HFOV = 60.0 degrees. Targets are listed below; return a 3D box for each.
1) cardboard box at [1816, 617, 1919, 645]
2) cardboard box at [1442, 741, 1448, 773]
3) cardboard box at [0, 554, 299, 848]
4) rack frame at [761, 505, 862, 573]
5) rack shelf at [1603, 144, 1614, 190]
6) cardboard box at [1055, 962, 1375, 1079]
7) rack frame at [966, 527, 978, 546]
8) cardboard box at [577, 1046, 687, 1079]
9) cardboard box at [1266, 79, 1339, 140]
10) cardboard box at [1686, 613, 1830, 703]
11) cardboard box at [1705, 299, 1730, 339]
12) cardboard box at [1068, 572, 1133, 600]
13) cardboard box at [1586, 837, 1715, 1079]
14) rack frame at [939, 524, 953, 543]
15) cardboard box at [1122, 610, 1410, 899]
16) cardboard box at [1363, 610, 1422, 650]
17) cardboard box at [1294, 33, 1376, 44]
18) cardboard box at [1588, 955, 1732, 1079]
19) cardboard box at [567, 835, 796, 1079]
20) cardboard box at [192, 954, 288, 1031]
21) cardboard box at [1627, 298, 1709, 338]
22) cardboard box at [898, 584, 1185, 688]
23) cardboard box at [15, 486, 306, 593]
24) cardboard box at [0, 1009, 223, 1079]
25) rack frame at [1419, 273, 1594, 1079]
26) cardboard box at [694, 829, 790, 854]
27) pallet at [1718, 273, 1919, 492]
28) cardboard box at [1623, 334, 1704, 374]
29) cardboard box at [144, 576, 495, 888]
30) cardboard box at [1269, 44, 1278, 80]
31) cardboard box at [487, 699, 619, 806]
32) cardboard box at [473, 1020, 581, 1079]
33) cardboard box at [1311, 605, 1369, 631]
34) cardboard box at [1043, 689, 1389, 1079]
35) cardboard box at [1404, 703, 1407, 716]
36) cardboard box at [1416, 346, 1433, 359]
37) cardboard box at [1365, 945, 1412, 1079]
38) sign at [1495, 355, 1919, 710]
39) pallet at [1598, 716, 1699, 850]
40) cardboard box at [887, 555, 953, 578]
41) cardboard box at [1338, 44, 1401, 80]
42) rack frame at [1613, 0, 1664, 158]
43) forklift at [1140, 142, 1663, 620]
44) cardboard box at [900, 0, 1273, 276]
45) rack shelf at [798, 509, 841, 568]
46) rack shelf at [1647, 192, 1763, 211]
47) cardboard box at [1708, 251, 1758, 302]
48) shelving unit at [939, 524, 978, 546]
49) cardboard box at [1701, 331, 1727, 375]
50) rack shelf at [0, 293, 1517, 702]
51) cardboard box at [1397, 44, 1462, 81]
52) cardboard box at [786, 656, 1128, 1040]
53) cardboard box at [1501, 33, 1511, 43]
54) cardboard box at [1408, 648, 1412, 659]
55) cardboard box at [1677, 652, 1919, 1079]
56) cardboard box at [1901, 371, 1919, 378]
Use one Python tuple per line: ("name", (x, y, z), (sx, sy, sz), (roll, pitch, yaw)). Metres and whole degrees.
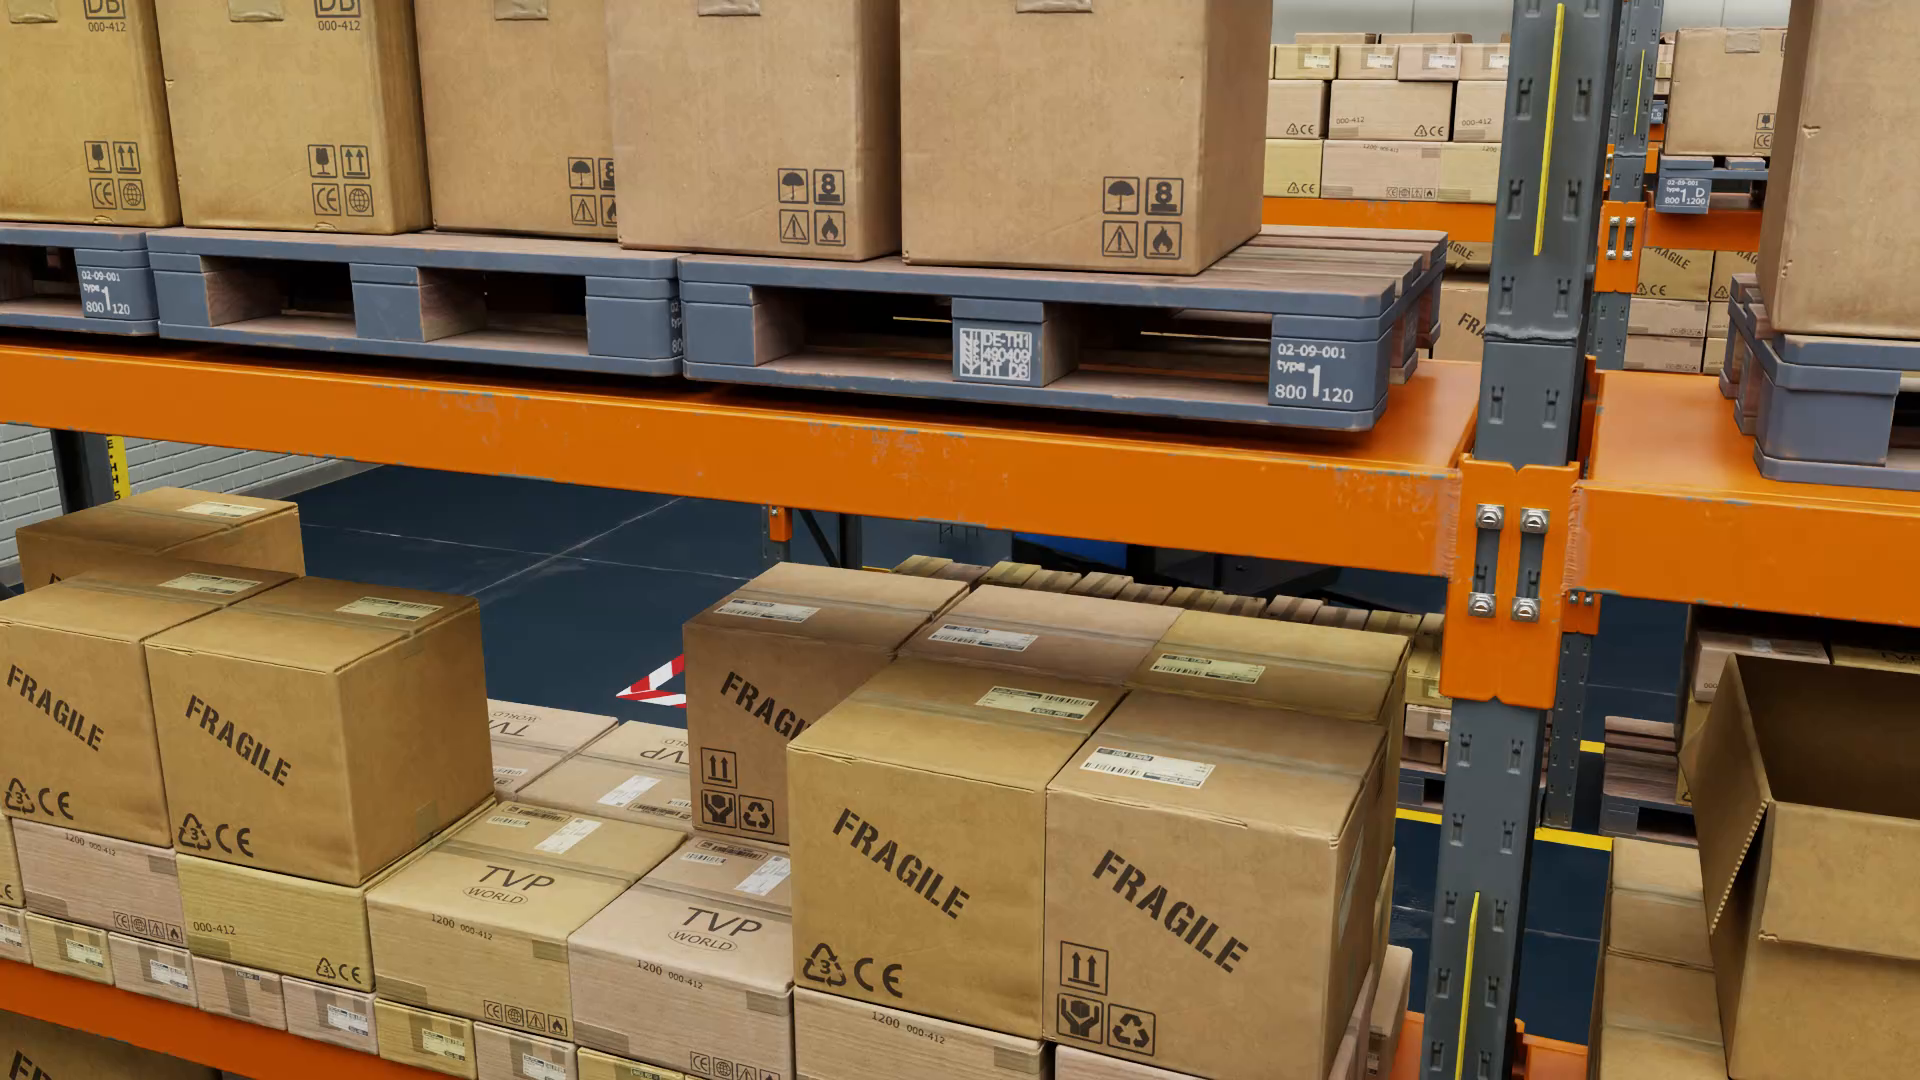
("cardboard box", (4.170, 0.460, 7.593), (0.500, 0.250, 0.500), (7, 18, 23))
("cardboard box", (2.422, 0.971, 7.810), (0.250, 0.149, 0.380), (7, 17, 21))
("cardboard box", (-1.911, 0.361, 3.939), (0.500, 0.500, 0.500), (6, 17, 19))
("rack frame", (-0.810, -0.654, 9.046), (0.127, 3.000, 1.000), (6, 17, 21))
("rack shelf", (2.773, -2.839, 12.482), (4.000, 0.370, 1.077), (6, 17, 21))
("cardboard box", (0.490, 0.983, 3.142), (0.500, 0.250, 0.500), (6, 17, 20))
("rack frame", (0.087, -0.423, 12.015), (0.006, 0.900, 0.240), (6, 17, 21))
("cardboard box", (-0.602, 1.074, 3.544), (0.250, 0.149, 0.380), (6, 17, 20))
("cardboard box", (1.422, -1.943, 7.479), (0.500, 0.250, 0.500), (7, 18, 23))
("cardboard box", (3.502, 0.538, 7.326), (0.500, 0.250, 0.500), (5, 17, 18))
("cardboard box", (5.435, -1.543, 11.480), (0.500, 0.250, 0.500), (7, 17, 21))
("cardboard box", (0.764, 0.306, 9.032), (0.250, 0.149, 0.380), (7, 18, 23))
("cardboard box", (1.533, 0.960, 3.307), (0.500, 0.500, 0.500), (6, 17, 21))
("rack frame", (-0.102, -0.443, 12.087), (0.006, 0.900, 0.240), (6, 17, 21))
("cardboard box", (0.646, 0.485, 3.514), (0.500, 0.500, 0.500), (6, 17, 21))
("cardboard box", (2.179, 0.491, 8.395), (0.269, 0.149, 0.392), (7, 18, 23))
("cardboard box", (2.733, -3.441, 12.155), (0.500, 0.500, 0.500), (7, 17, 22))
("cardboard box", (1.334, 1.095, 2.842), (0.500, 0.500, 0.500), (6, 17, 21))
("cardboard box", (-0.467, 0.879, 3.502), (0.500, 0.250, 0.500), (7, 17, 22))
("cardboard box", (-1.558, 0.969, 3.906), (0.250, 0.149, 0.380), (6, 17, 20))
("cardboard box", (4.939, -1.589, 11.639), (0.500, 0.250, 0.500), (6, 17, 19))
("cardboard box", (0.190, 0.432, 3.694), (0.500, 0.500, 0.500), (6, 17, 21))
("cardboard box", (-2.174, 0.173, 4.589), (0.500, 0.500, 0.500), (7, 17, 21))
("cardboard box", (-2.099, 1.485, 4.735), (0.875, 0.875, 0.875), (6, 17, 21))
("rack frame", (0.997, 1.031, 3.242), (0.127, 3.000, 1.000), (6, 17, 21))
("cardboard box", (-0.288, 0.741, 3.978), (0.500, 0.250, 0.500), (7, 17, 22))
("pallet", (1.868, -0.236, 2.571), (1.217, 0.209, 0.805), (6, 17, 18))
("cardboard box", (4.946, -1.354, 11.725), (0.500, 0.250, 0.500), (6, 17, 19))
("cardboard box", (-1.427, 0.413, 3.762), (0.500, 0.500, 0.500), (6, 17, 19))
("cardboard box", (1.307, -2.132, 7.413), (0.265, 0.149, 0.390), (7, 18, 22))
("cardboard box", (-1.230, 0.636, 4.338), (0.500, 0.250, 0.500), (6, 17, 19))
("cardboard box", (-0.838, 1.048, 3.635), (0.250, 0.149, 0.380), (7, 17, 22))
("cardboard box", (1.928, 0.470, 8.466), (0.250, 0.149, 0.380), (6, 17, 19))
("cardboard box", (0.472, 0.623, 3.040), (0.500, 0.500, 0.500), (7, 18, 22))
("cardboard box", (1.990, 0.783, 7.924), (0.250, 0.149, 0.380), (6, 17, 19))
("cardboard box", (1.892, -0.945, 7.544), (0.500, 0.500, 0.500), (6, 17, 19))
("cardboard box", (0.844, 1.035, 3.678), (0.250, 0.149, 0.380), (6, 17, 21))
("sign", (5.397, -1.940, 8.319), (4.000, 0.966, 14.919), (6, 17, 21))
("pallet", (3.636, 1.174, 7.753), (1.213, 0.211, 1.003), (6, 17, 21))
("cardboard box", (-0.224, 0.216, 9.342), (0.250, 0.149, 0.380), (6, 17, 21))
("cardboard box", (1.827, -2.102, 7.311), (0.250, 0.149, 0.380), (7, 18, 23))
("rack frame", (2.911, -3.126, 6.801), (0.127, 3.000, 1.000), (6, 17, 21))
("forklift", (3.587, -2.758, 12.333), (7.407, 5.209, 9.711), (-15, 22, -41))
("cardboard box", (0.247, -0.772, 2.959), (0.500, 0.500, 0.700), (5, 17, 17))
("rack shelf", (-0.811, -0.653, 9.044), (0.053, 2.616, 0.949), (6, 17, 21))
("rack shelf", (4.772, -1.264, 6.577), (3.809, 0.052, 0.919), (6, 17, 21))
("cardboard box", (5.421, -1.903, 11.375), (0.500, 0.500, 0.500), (6, 17, 20))
("shelving unit", (4.042, -0.275, 5.863), (12.137, 4.047, 8.426), (6, 17, 21))
("cardboard box", (5.428, -1.301, 11.544), (0.500, 0.250, 0.500), (6, 17, 19))
("rack shelf", (-0.863, -0.269, 3.628), (4.000, 0.370, 1.077), (6, 17, 21))
("cardboard box", (2.028, -2.045, 7.113), (0.250, 0.149, 0.380), (6, 17, 21))
("cardboard box", (0.007, 0.570, 3.220), (0.500, 0.500, 0.500), (6, 17, 21))
("cardboard box", (4.163, -3.392, 11.985), (0.500, 0.500, 0.500), (7, 17, 22))
("cardboard box", (1.998, 0.628, 7.922), (0.250, 0.149, 0.380), (6, 17, 20))
("cardboard box", (1.595, 0.565, 2.870), (0.637, 0.503, 0.797), (6, 17, 19))
("cardboard box", (6.361, -1.191, 11.165), (0.500, 0.250, 0.500), (6, 17, 20))
